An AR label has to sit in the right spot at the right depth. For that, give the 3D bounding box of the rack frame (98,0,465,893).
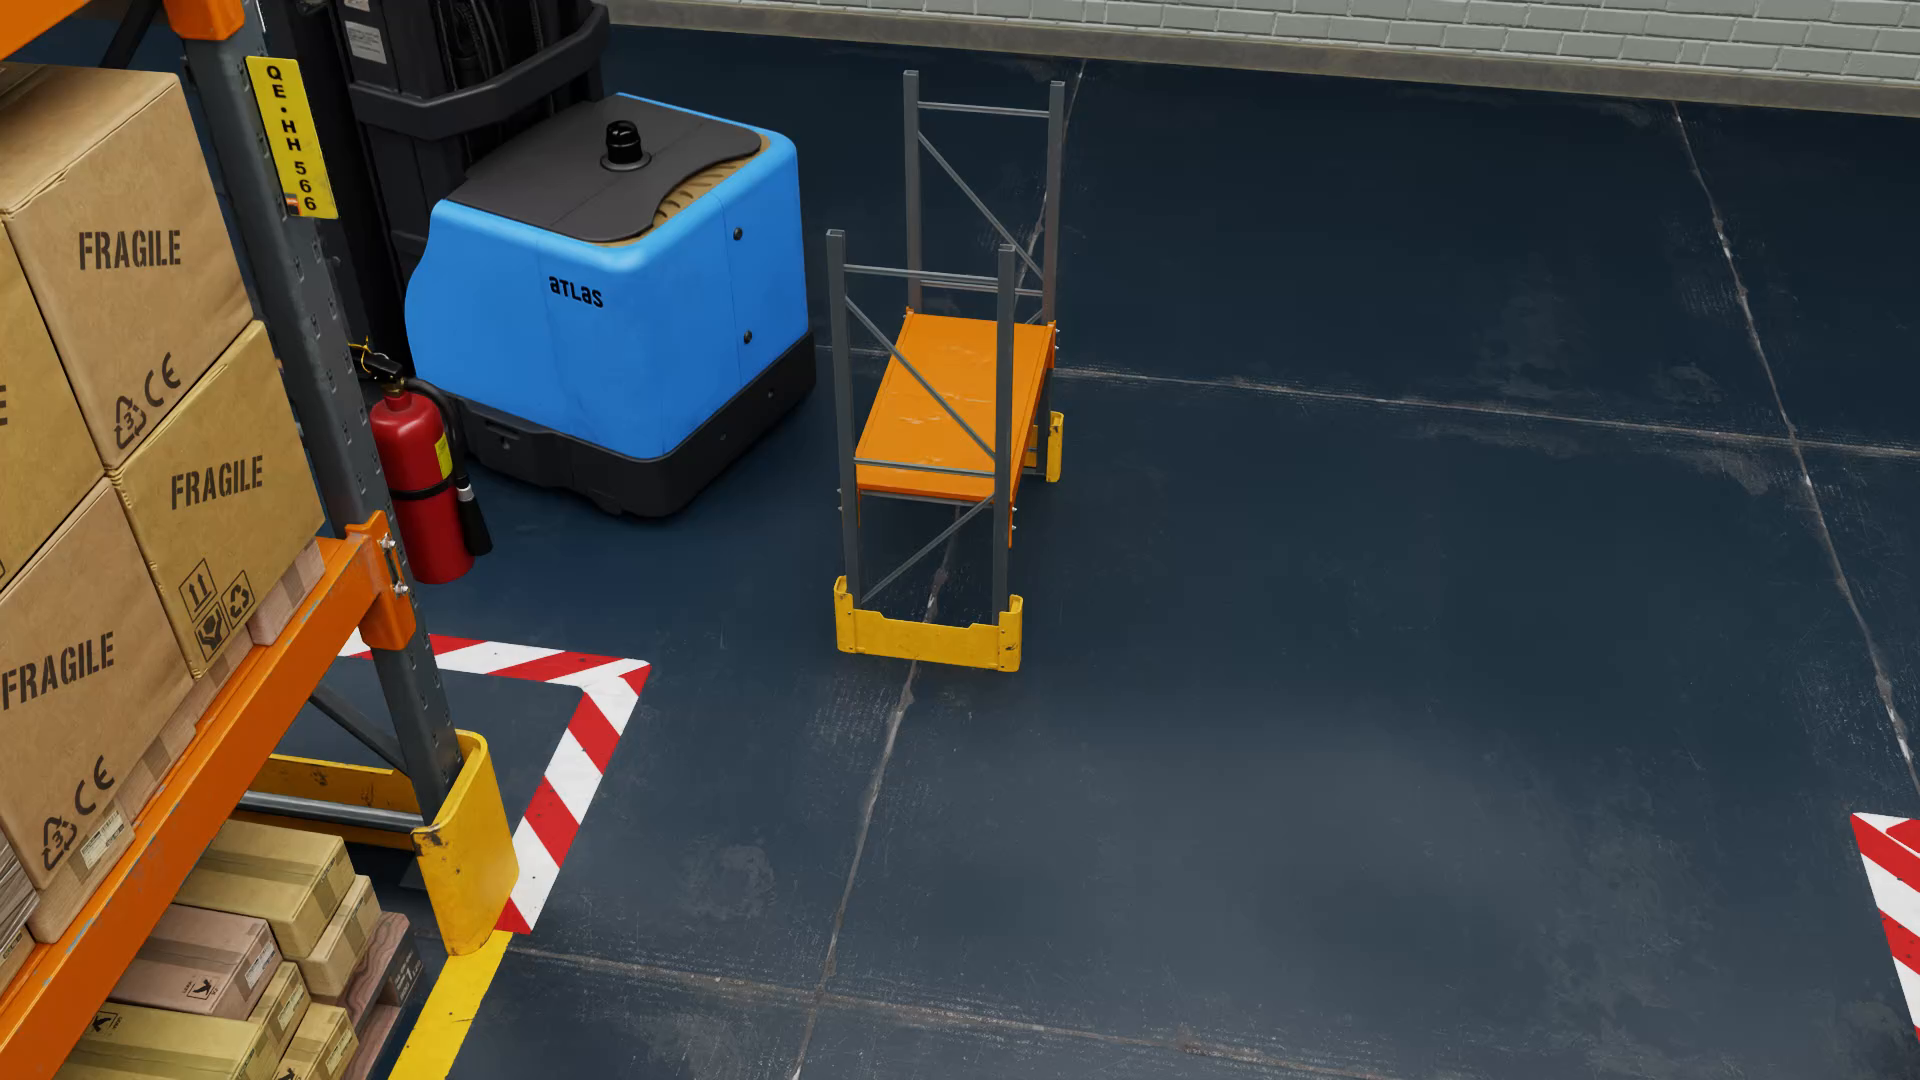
[{"bbox_3d":[-1.809,-0.265,3.717,1.000,3.000,0.127,6,40,8],"label":"rack frame"}]

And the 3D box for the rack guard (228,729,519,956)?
[{"bbox_3d":[-1.822,0.746,4.455,1.175,0.500,0.348,6,40,8],"label":"rack guard"}]

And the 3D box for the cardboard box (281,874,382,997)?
[{"bbox_3d":[-1.619,0.920,3.958,0.380,0.149,0.250,5,40,6],"label":"cardboard box"}]

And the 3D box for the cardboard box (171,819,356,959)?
[{"bbox_3d":[-1.651,0.803,3.866,0.380,0.149,0.250,7,40,8],"label":"cardboard box"}]

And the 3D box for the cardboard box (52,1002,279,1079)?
[{"bbox_3d":[-1.671,1.131,3.469,0.380,0.149,0.250,6,40,7],"label":"cardboard box"}]

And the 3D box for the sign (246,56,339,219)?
[{"bbox_3d":[-1.266,-0.759,3.158,0.100,0.325,0.005,6,40,8],"label":"sign"}]

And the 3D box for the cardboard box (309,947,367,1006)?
[{"bbox_3d":[-1.694,1.025,4.064,0.380,0.149,0.250,7,40,8],"label":"cardboard box"}]

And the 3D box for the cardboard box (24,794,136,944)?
[{"bbox_3d":[-1.717,0.541,2.939,0.380,0.149,0.250,7,40,9],"label":"cardboard box"}]

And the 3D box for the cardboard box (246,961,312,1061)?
[{"bbox_3d":[-1.717,1.078,3.766,0.380,0.149,0.250,6,40,7],"label":"cardboard box"}]

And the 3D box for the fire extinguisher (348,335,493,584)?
[{"bbox_3d":[-1.311,-0.199,3.990,0.296,0.674,0.183,6,40,8],"label":"fire extinguisher"}]

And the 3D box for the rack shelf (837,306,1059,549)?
[{"bbox_3d":[-0.015,-0.386,5.322,0.538,0.185,1.000,6,40,8],"label":"rack shelf"}]

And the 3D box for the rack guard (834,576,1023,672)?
[{"bbox_3d":[-0.099,0.264,5.234,0.587,0.250,0.087,6,40,8],"label":"rack guard"}]

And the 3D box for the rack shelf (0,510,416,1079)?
[{"bbox_3d":[-2.155,1.267,2.428,1.077,0.370,4.000,6,40,8],"label":"rack shelf"}]

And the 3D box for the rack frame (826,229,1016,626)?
[{"bbox_3d":[-0.103,-0.205,4.821,0.500,1.500,0.032,6,40,8],"label":"rack frame"}]

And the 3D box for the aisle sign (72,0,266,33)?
[{"bbox_3d":[-1.501,-1.280,2.904,0.394,0.787,0.004,6,40,8],"label":"aisle sign"}]

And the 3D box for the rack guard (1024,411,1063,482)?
[{"bbox_3d":[0.073,-0.361,5.990,0.587,0.250,0.087,6,40,8],"label":"rack guard"}]

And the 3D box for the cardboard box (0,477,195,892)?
[{"bbox_3d":[-1.727,0.215,2.824,0.500,0.500,0.500,6,40,7],"label":"cardboard box"}]

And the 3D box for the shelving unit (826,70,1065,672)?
[{"bbox_3d":[-0.013,-0.530,5.214,0.587,1.500,1.083,6,40,8],"label":"shelving unit"}]

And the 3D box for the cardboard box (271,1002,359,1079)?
[{"bbox_3d":[-1.639,1.198,3.855,0.380,0.149,0.250,8,40,9],"label":"cardboard box"}]

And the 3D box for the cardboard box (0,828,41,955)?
[{"bbox_3d":[-1.806,0.534,2.438,0.500,0.500,0.500,7,40,8],"label":"cardboard box"}]

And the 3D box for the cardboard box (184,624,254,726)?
[{"bbox_3d":[-1.667,0.219,3.328,0.380,0.149,0.250,6,40,8],"label":"cardboard box"}]

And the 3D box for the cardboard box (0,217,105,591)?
[{"bbox_3d":[-1.731,-0.171,2.506,0.500,0.500,0.500,5,40,6],"label":"cardboard box"}]

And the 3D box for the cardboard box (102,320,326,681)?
[{"bbox_3d":[-1.633,-0.108,3.215,0.500,0.500,0.500,7,40,9],"label":"cardboard box"}]

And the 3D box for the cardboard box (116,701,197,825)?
[{"bbox_3d":[-1.695,0.378,3.135,0.380,0.149,0.250,6,40,7],"label":"cardboard box"}]

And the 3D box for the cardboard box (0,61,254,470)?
[{"bbox_3d":[-1.643,-0.489,2.891,0.500,0.500,0.500,6,40,7],"label":"cardboard box"}]

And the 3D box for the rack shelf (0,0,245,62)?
[{"bbox_3d":[-2.155,0.111,1.472,1.077,0.370,4.000,6,40,8],"label":"rack shelf"}]

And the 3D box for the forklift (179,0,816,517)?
[{"bbox_3d":[-2.093,-1.885,5.730,3.031,2.935,1.130,19,43,22],"label":"forklift"}]

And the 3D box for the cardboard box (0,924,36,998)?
[{"bbox_3d":[-1.791,0.703,2.742,0.380,0.149,0.250,5,40,6],"label":"cardboard box"}]

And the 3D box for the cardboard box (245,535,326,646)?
[{"bbox_3d":[-1.587,0.067,3.511,0.380,0.149,0.250,6,40,8],"label":"cardboard box"}]

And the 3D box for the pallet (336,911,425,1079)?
[{"bbox_3d":[-1.997,1.363,3.935,1.003,0.211,1.213,6,40,8],"label":"pallet"}]

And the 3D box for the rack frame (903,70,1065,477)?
[{"bbox_3d":[0.073,-0.844,5.593,0.500,1.500,0.032,6,40,8],"label":"rack frame"}]

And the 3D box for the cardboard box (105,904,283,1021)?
[{"bbox_3d":[-1.751,0.954,3.683,0.380,0.149,0.250,7,40,9],"label":"cardboard box"}]
